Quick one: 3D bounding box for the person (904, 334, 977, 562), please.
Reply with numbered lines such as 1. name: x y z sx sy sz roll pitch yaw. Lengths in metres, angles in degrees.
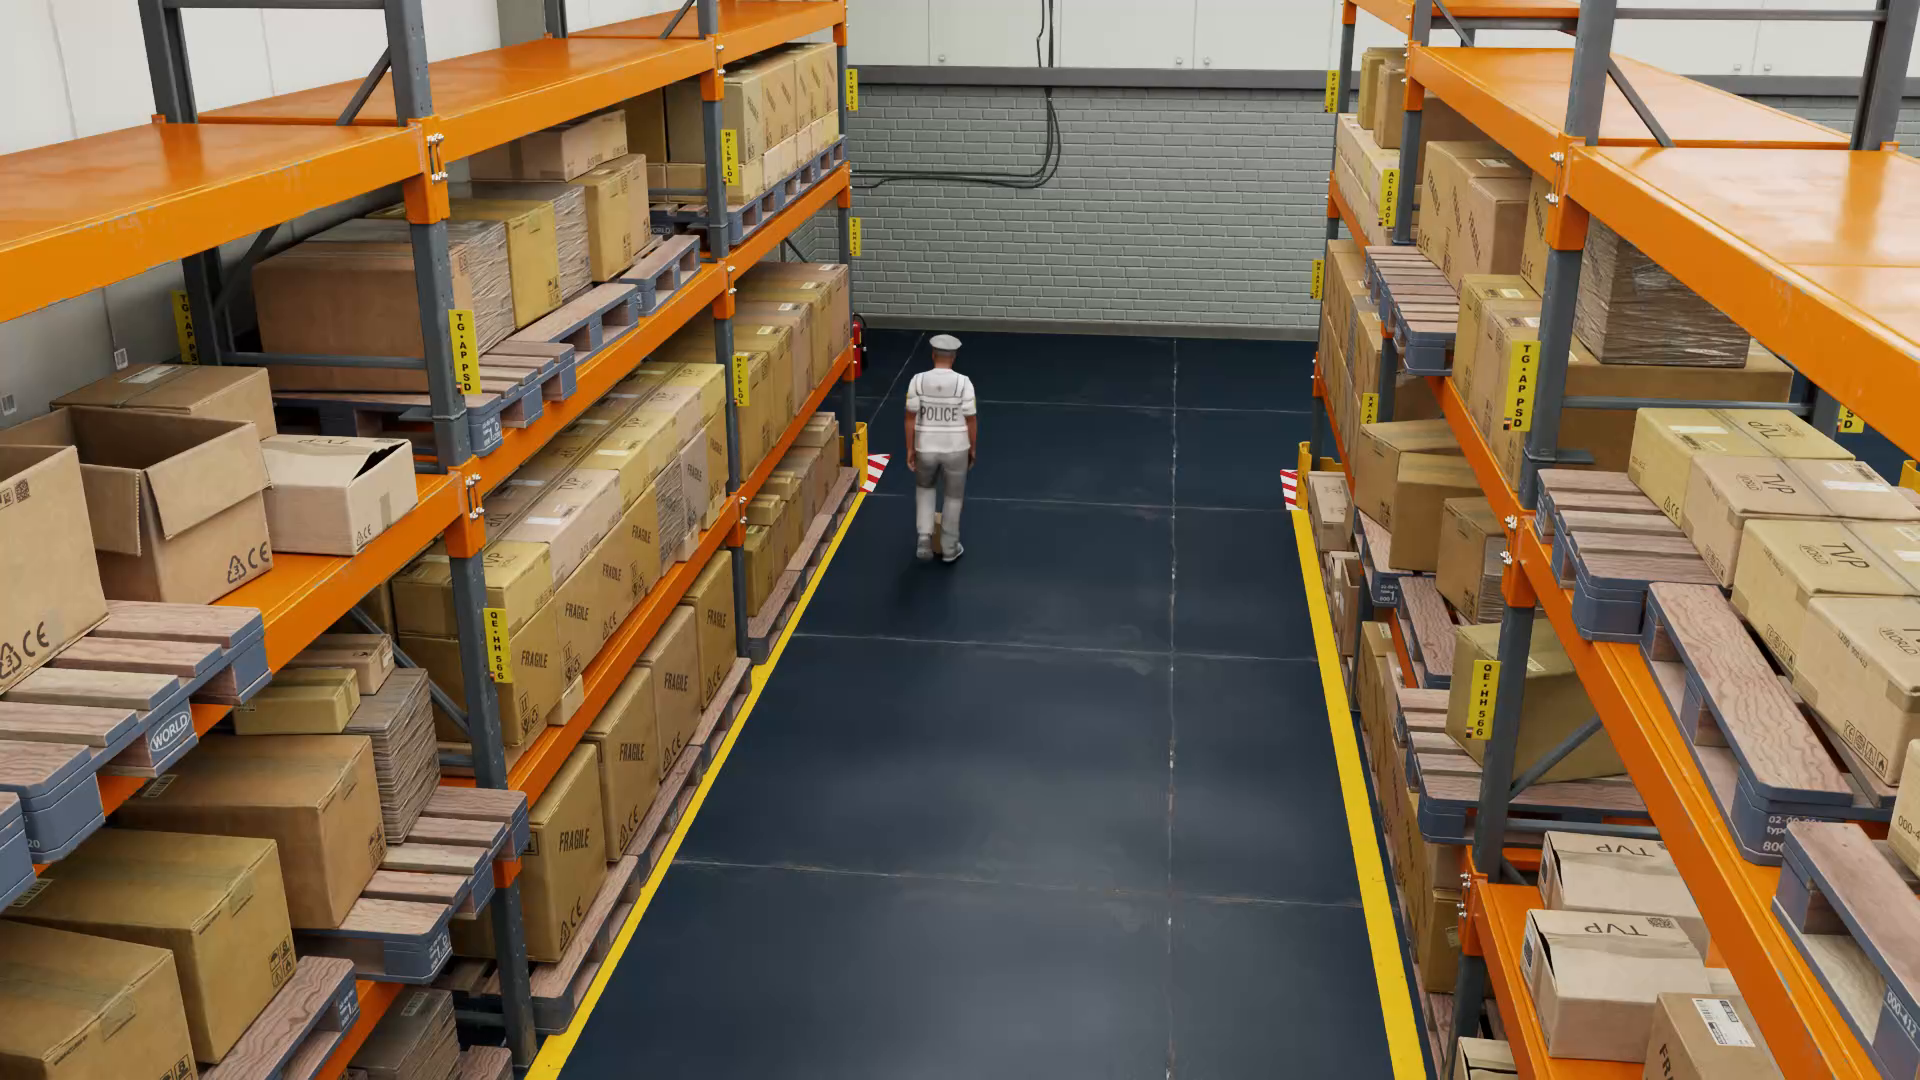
1. person: -0.147 -0.676 12.825 0.549 1.777 0.462 4 21 10
